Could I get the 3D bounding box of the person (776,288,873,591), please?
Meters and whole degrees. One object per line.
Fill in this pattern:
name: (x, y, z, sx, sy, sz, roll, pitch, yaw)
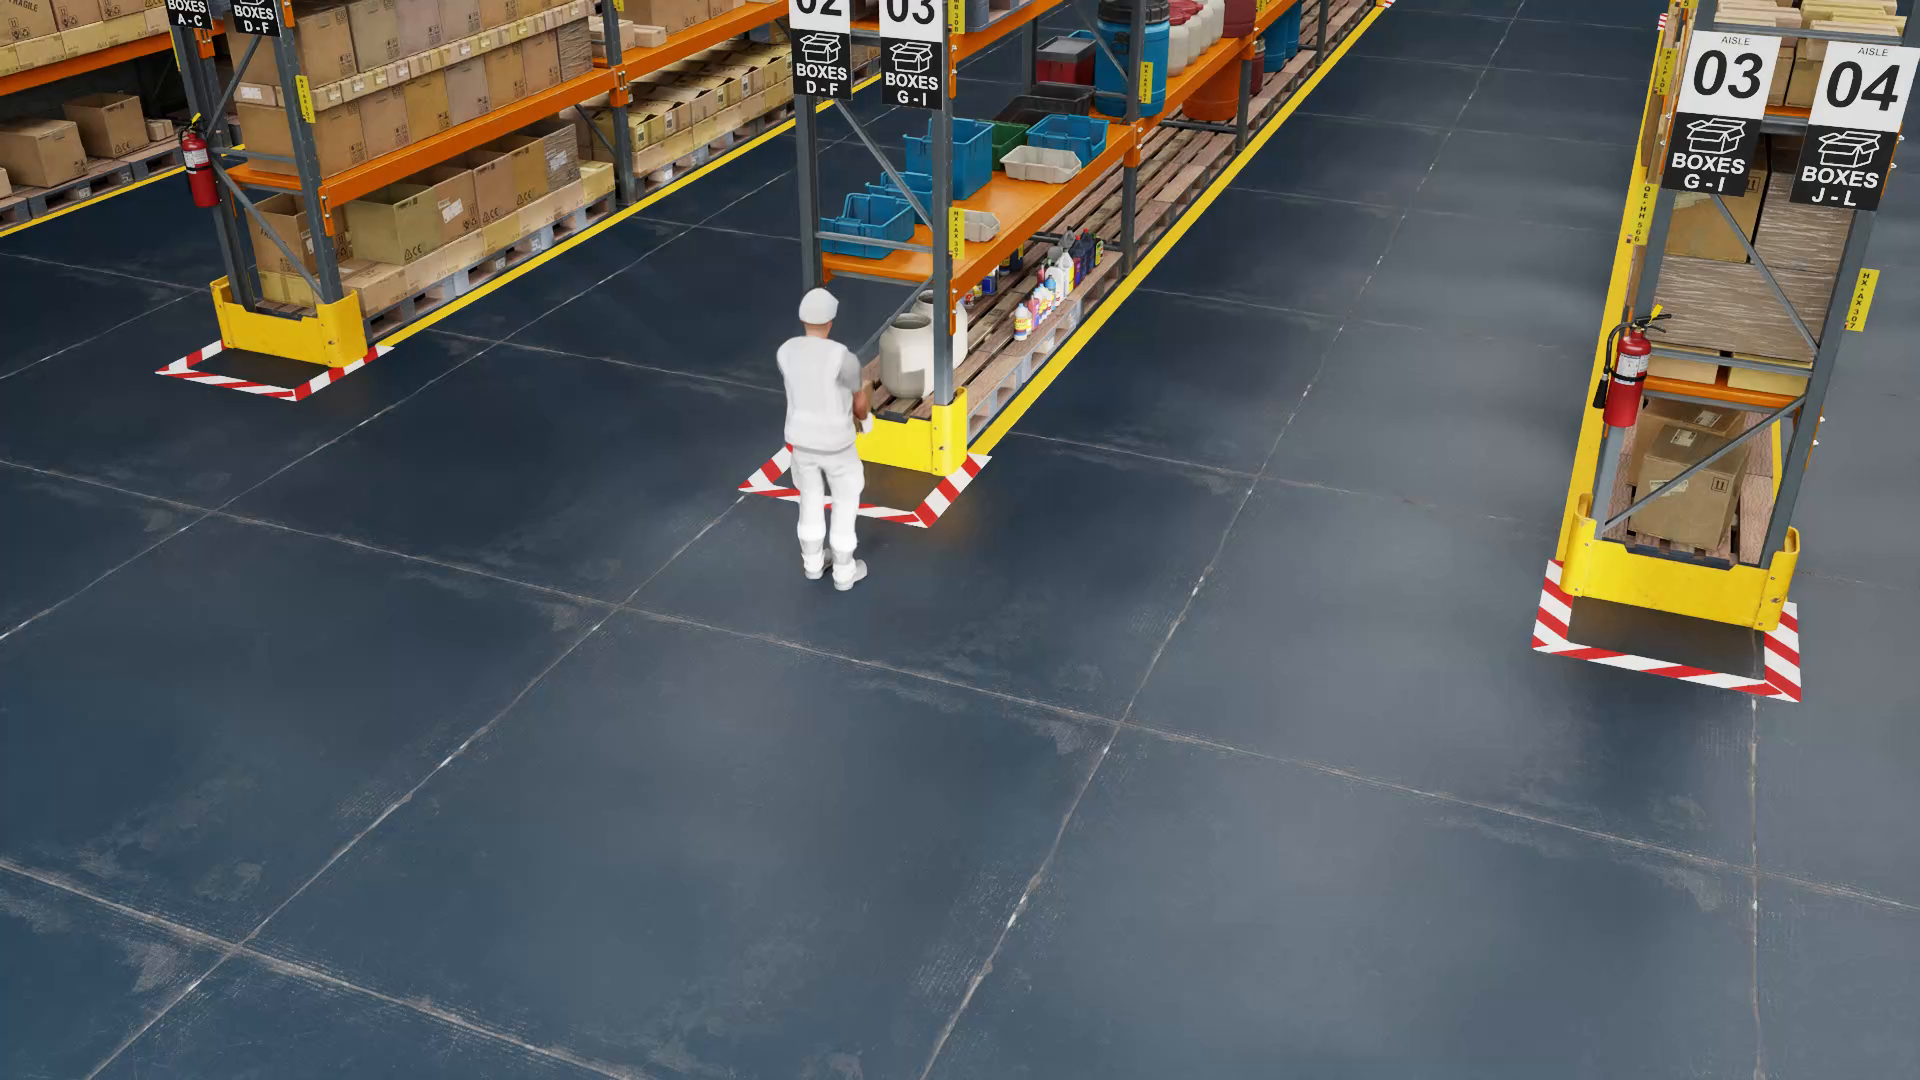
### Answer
person: (-0.748, -0.603, 9.451, 0.494, 1.783, 0.569, 11, 31, 18)
